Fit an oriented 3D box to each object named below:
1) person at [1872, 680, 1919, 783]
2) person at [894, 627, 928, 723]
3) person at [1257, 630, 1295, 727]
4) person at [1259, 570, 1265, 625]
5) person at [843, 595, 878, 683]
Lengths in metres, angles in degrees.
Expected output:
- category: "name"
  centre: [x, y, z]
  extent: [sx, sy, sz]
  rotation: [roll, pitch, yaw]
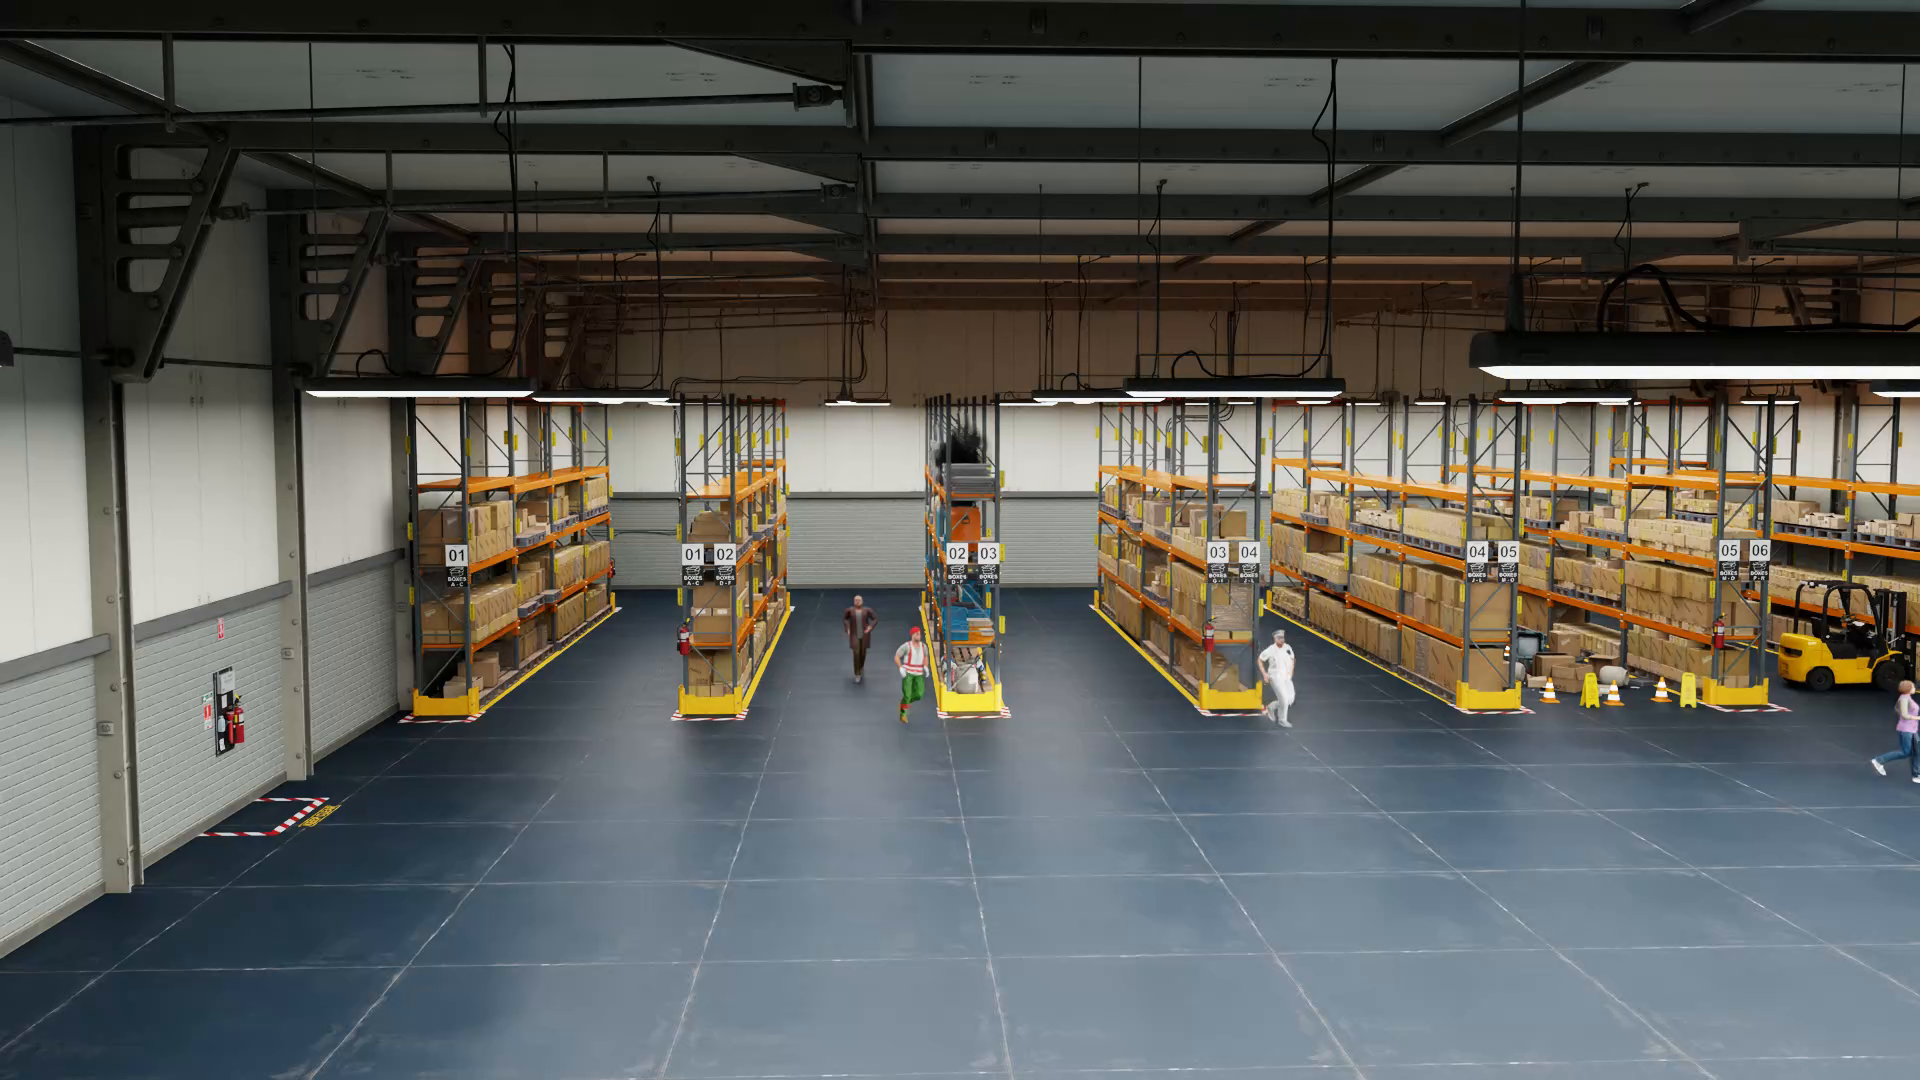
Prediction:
- category: "person"
  centre: [14.454, 2.967, 25.449]
  extent: [0.825, 1.481, 0.551]
  rotation: [3, 6, 36]
- category: "person"
  centre: [-0.866, 2.461, 30.540]
  extent: [0.714, 1.732, 0.562]
  rotation: [-2, 5, -27]
- category: "person"
  centre: [5.772, 2.501, 30.061]
  extent: [0.765, 1.764, 0.528]
  rotation: [-3, 5, -34]
- category: "person"
  centre: [7.847, 1.405, 44.411]
  extent: [0.610, 1.697, 0.882]
  rotation: [0, 5, 2]
- category: "person"
  centre: [-2.107, 2.068, 35.168]
  extent: [0.726, 1.824, 0.867]
  rotation: [0, 5, -4]
